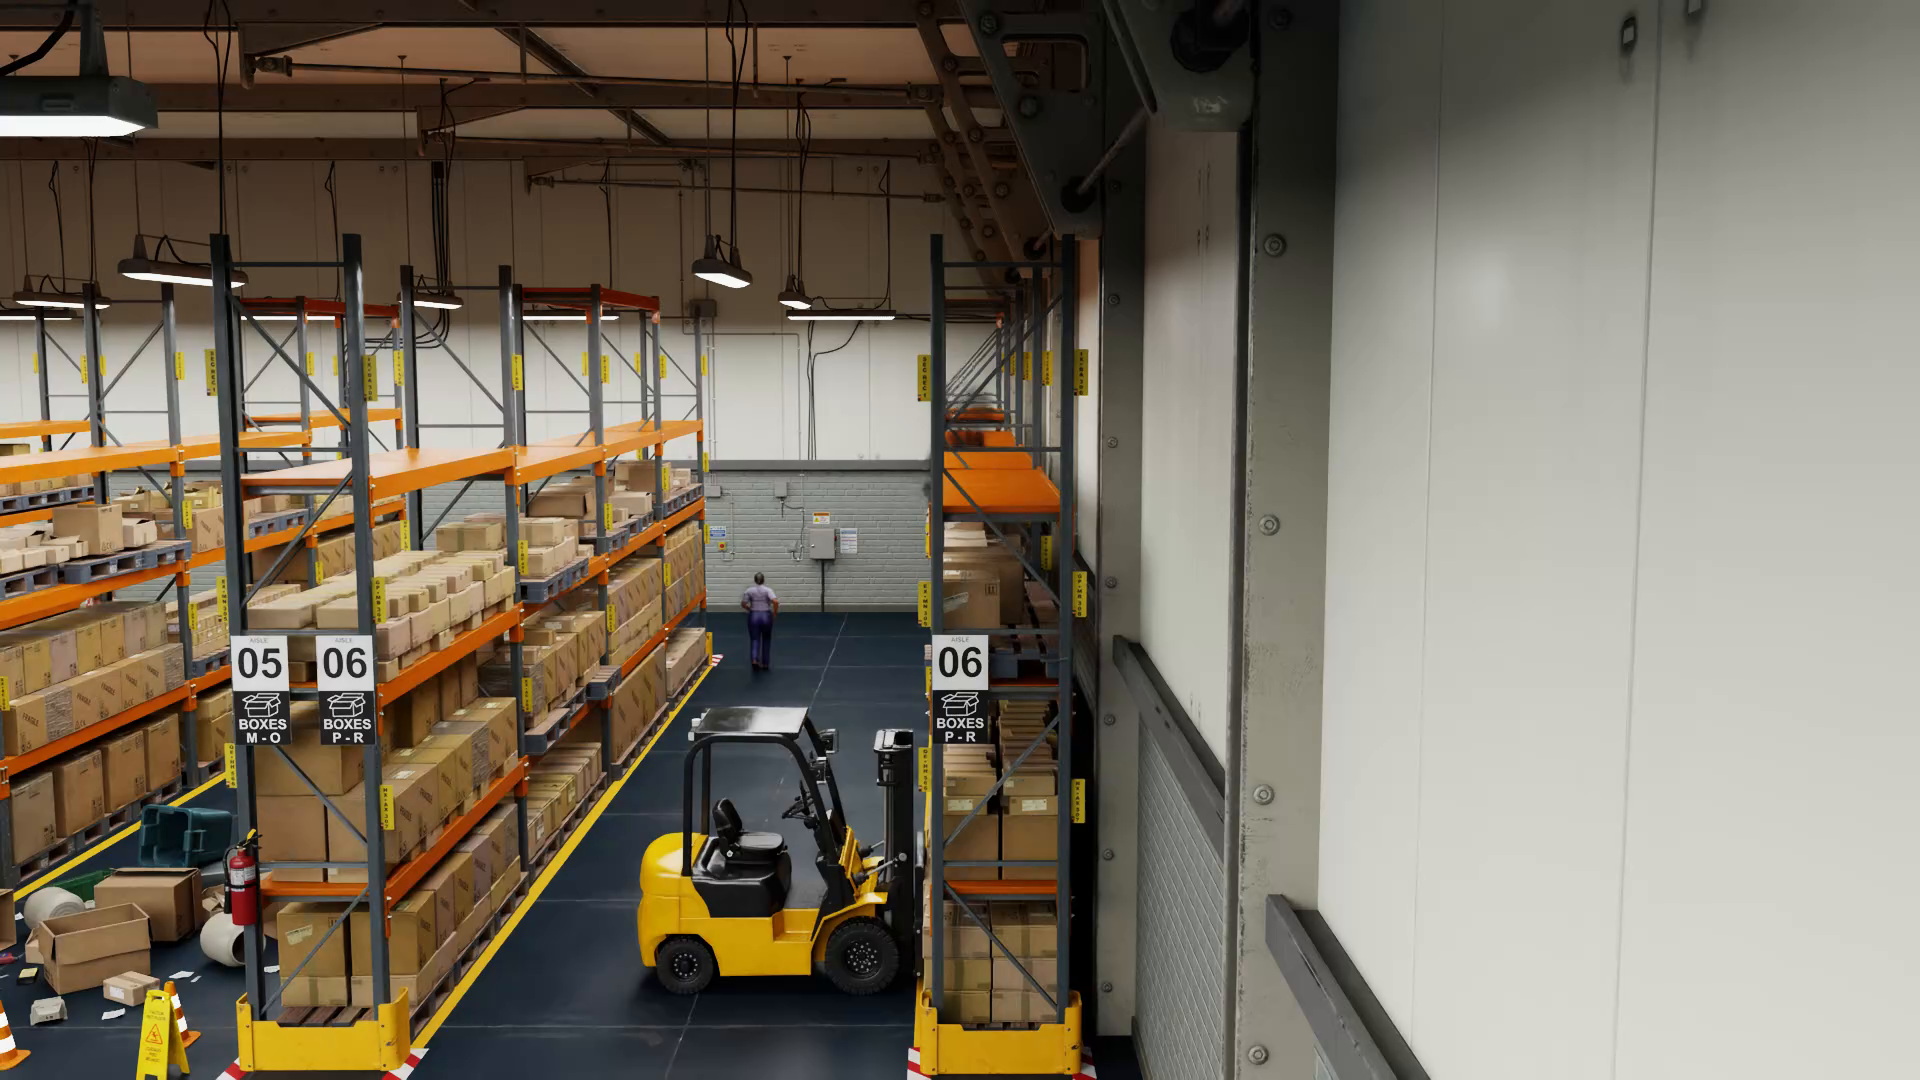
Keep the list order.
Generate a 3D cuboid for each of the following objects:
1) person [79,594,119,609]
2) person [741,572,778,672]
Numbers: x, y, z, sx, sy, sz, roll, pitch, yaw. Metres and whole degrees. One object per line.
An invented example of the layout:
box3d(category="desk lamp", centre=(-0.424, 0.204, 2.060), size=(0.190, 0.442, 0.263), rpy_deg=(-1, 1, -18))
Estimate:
box3d(category="person", centre=(-12.927, 1.492, 24.997), size=(0.651, 1.788, 0.992), rpy_deg=(-1, 6, -5))
box3d(category="person", centre=(-3.268, 1.357, 27.186), size=(0.588, 1.668, 0.849), rpy_deg=(0, 6, -3))
